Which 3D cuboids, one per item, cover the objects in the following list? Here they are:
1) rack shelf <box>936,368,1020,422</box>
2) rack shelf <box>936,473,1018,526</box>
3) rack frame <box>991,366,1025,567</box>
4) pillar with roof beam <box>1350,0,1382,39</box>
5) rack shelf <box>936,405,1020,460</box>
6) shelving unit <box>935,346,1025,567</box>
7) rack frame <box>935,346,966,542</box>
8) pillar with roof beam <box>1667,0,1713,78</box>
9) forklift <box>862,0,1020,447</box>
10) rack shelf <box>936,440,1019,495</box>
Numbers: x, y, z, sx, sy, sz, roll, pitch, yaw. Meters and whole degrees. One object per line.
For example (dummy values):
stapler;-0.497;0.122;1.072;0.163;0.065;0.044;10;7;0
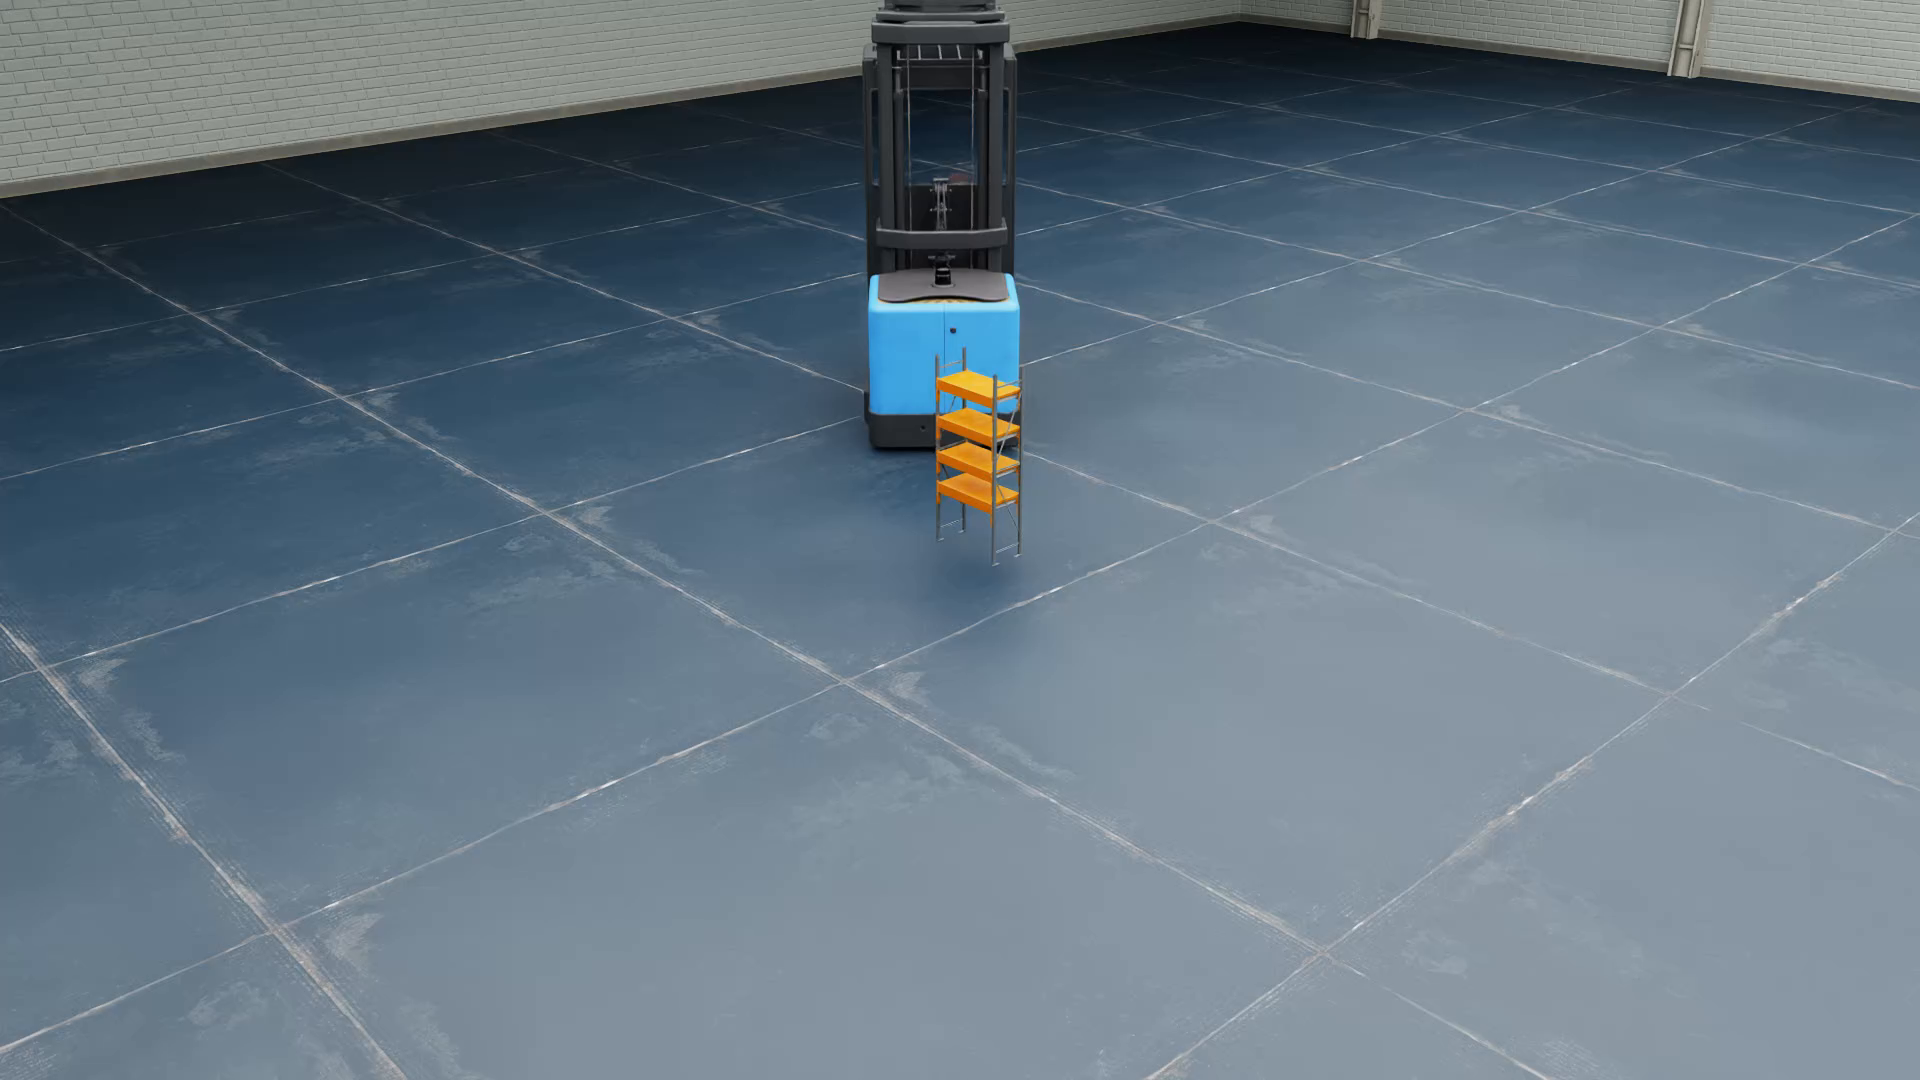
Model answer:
rack shelf;0.113;-0.853;9.728;0.258;0.148;0.480;-21;32;-38
rack shelf;0.113;-0.254;10.001;0.258;0.148;0.480;-21;32;-38
rack frame;0.280;-0.422;9.729;0.240;1.200;0.015;-21;32;-38
pillar with roof beam;4.245;-12.063;25.851;9.100;9.000;0.400;-21;32;-38
rack shelf;0.113;-0.638;9.826;0.258;0.148;0.480;-21;32;-38
shelving unit;0.113;-0.496;9.891;0.258;1.200;0.503;-21;32;-38
rack frame;-0.054;-0.570;10.053;0.240;1.200;0.015;-21;32;-38
pillar with roof beam;8.346;-10.245;21.866;9.100;9.000;0.400;-21;32;-38
forklift;-0.151;-2.541;12.289;1.130;2.935;3.031;-1;25;-2
rack shelf;0.113;-0.435;9.919;0.258;0.148;0.480;-21;32;-38
